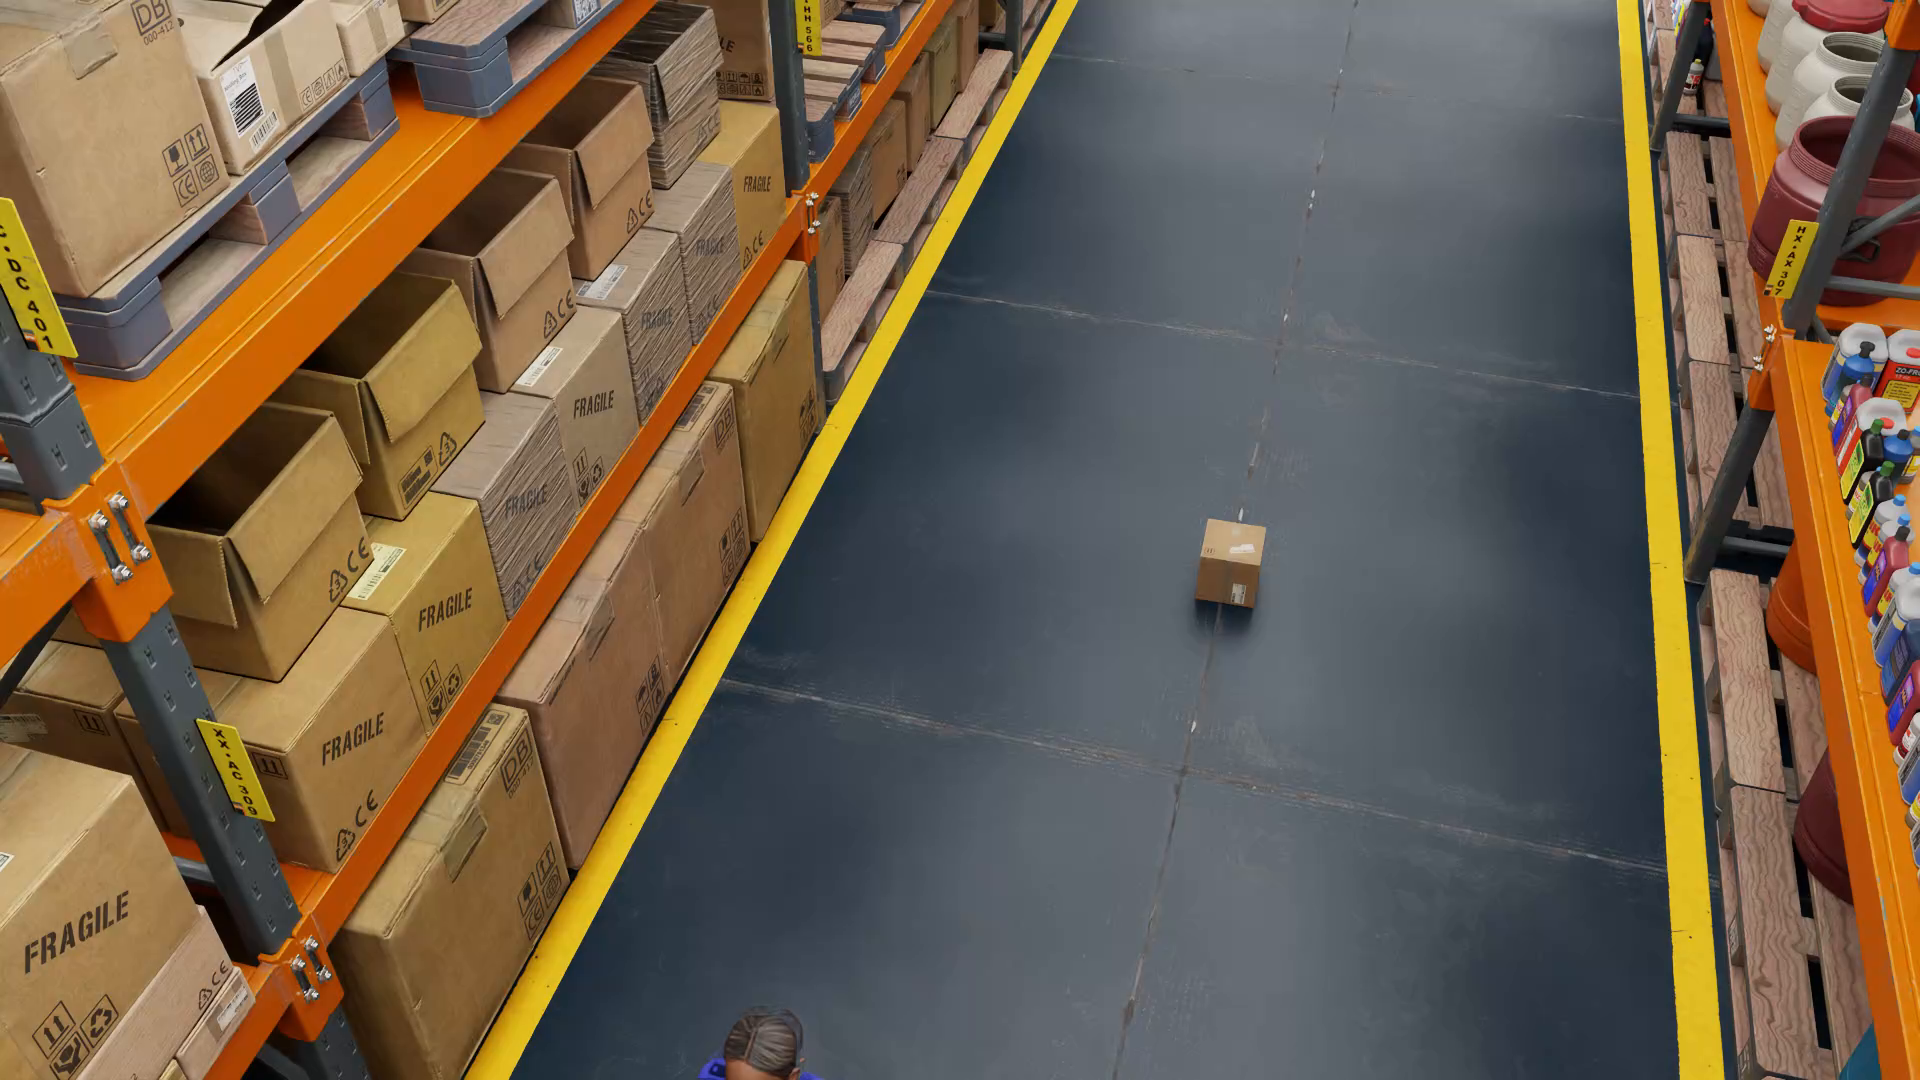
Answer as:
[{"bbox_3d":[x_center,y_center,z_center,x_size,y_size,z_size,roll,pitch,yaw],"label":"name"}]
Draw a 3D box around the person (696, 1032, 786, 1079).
[{"bbox_3d":[-0.499,1.745,4.168,0.441,1.604,0.948,21,45,22],"label":"person"}]
